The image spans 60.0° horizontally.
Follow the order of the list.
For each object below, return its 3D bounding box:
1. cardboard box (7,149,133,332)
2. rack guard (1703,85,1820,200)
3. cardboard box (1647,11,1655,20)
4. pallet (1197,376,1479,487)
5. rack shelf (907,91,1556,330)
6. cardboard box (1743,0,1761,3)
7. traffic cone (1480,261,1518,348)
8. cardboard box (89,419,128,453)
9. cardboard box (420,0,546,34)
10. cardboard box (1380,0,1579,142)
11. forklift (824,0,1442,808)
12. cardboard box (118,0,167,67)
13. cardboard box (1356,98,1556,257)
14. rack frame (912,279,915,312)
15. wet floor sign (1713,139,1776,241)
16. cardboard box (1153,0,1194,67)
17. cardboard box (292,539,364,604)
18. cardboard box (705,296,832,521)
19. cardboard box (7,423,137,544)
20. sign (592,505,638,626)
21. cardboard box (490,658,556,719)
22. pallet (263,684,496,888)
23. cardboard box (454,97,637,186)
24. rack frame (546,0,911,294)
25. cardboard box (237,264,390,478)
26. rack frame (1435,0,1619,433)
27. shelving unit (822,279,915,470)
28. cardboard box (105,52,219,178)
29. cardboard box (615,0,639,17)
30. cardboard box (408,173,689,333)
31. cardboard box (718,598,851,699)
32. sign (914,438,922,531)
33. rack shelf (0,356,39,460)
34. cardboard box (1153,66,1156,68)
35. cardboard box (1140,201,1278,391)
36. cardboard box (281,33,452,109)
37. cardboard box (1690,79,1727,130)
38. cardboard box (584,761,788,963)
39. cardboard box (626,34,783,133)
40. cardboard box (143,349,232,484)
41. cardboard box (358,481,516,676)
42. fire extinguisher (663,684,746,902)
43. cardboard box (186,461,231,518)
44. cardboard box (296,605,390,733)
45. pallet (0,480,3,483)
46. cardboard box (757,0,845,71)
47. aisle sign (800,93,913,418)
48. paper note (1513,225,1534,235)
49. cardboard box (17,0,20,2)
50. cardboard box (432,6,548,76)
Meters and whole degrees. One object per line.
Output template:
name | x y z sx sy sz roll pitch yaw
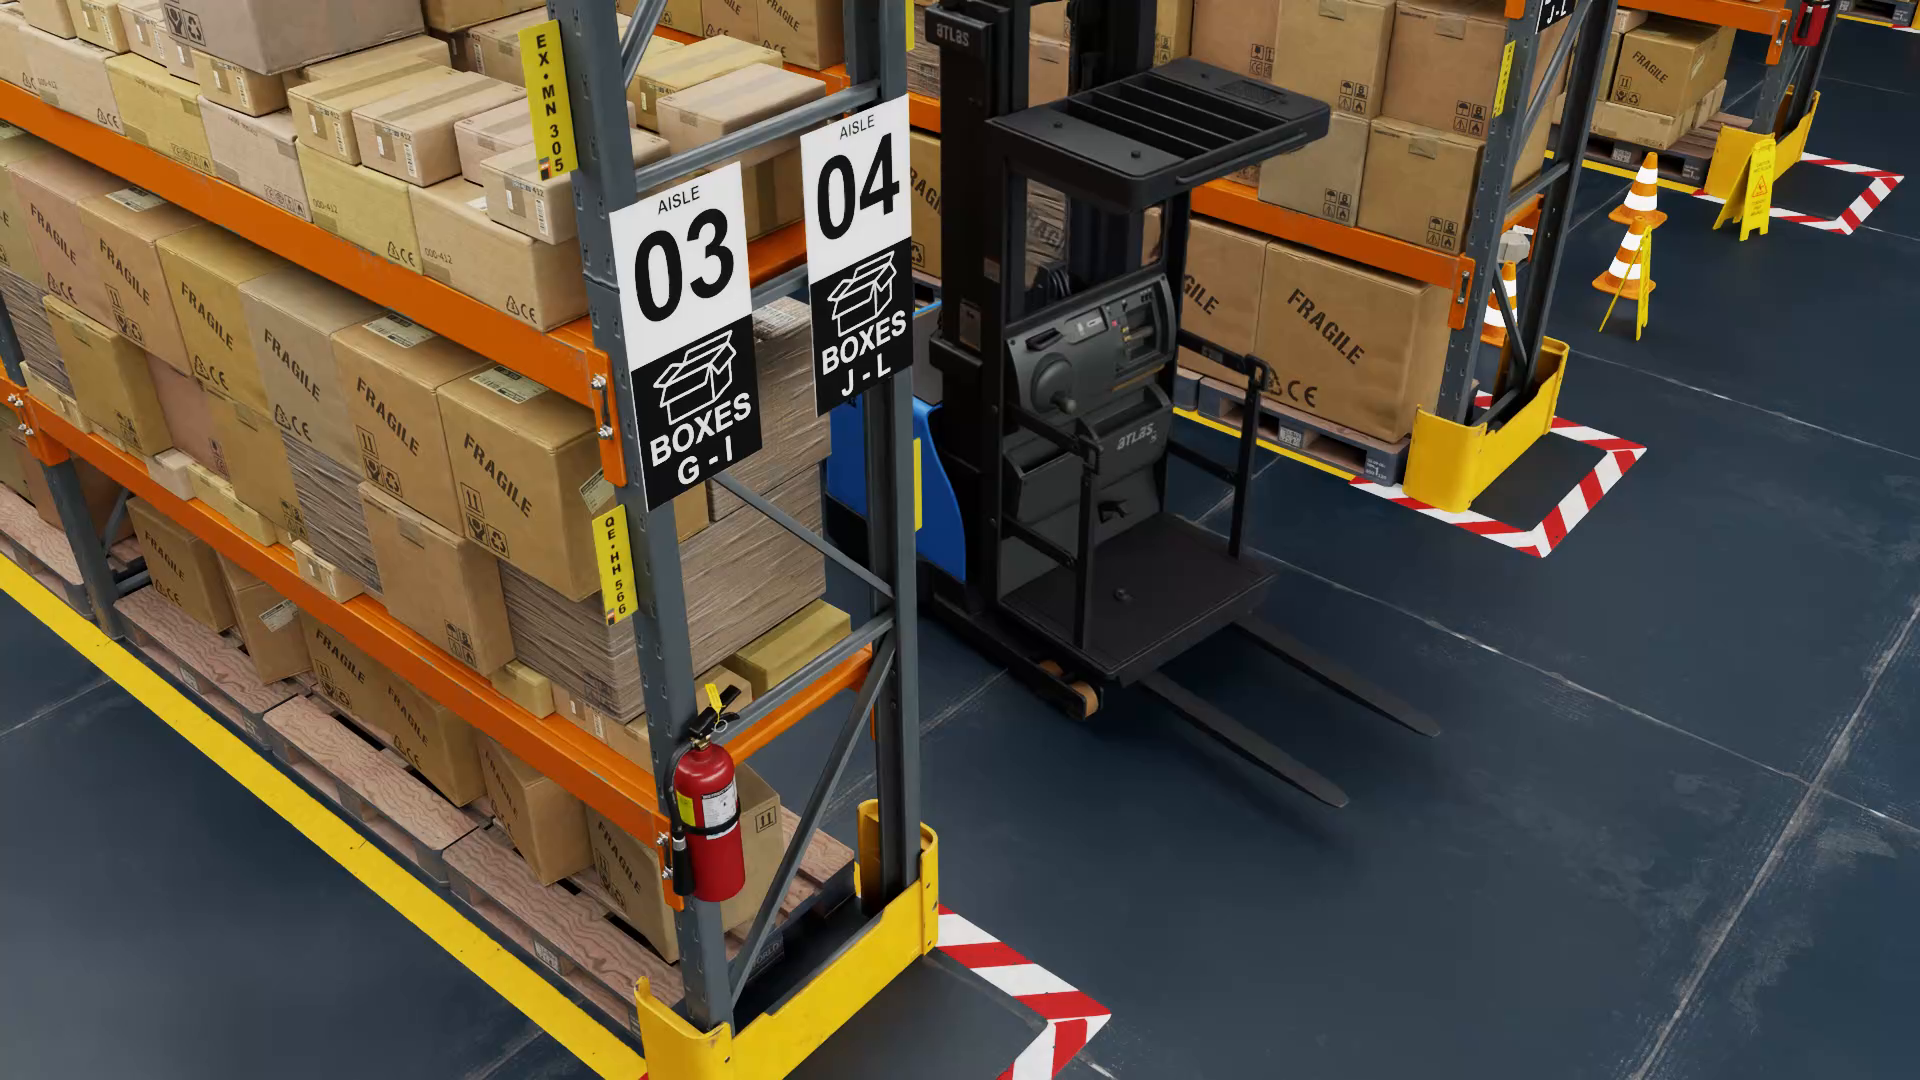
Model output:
cardboard box | -3.005 -1.131 6.013 0.500 0.500 0.500 25 42 32
rack guard | 5.783 -2.869 11.986 0.348 0.500 1.175 25 42 32
cardboard box | 4.975 -3.829 12.571 0.500 0.500 0.500 24 41 30
pallet | 2.087 -0.787 9.210 1.213 0.211 1.003 25 42 32
rack shelf | 1.215 -2.109 9.307 4.000 0.370 1.077 25 42 32
cardboard box | 5.417 -3.810 11.371 0.250 0.149 0.380 27 43 33
traffic cone | 3.252 -1.446 9.946 0.334 0.463 0.336 25 42 32
cardboard box | -3.207 -0.522 6.582 0.250 0.149 0.380 25 42 32
cardboard box | -1.468 -1.822 4.811 0.500 0.500 0.500 25 42 32
cardboard box | 2.491 -2.340 7.921 0.550 0.550 0.875 25 42 32
forklift | 0.697 -0.765 6.776 1.130 2.935 3.031 -27 43 -33
cardboard box | -2.275 -1.562 5.005 0.250 0.149 0.380 26 42 33
cardboard box | 2.438 -1.858 8.173 0.550 0.550 0.875 25 42 32
rack frame | -0.311 -0.703 8.214 0.240 1.200 0.015 -27 43 -33
wet floor sign | 5.303 -2.367 11.126 0.267 0.644 0.232 -18 38 -25
cardboard box | 1.176 -2.896 8.731 0.500 0.550 0.875 25 42 32
cardboard box | -2.071 0.032 5.775 0.250 0.149 0.380 25 42 32
cardboard box | -0.748 -0.454 5.027 0.500 0.500 0.500 25 42 32
cardboard box | -4.032 -0.392 7.990 0.500 0.500 0.700 22 40 28
sign | -0.870 0.067 4.201 0.005 0.325 0.100 25 42 32
cardboard box | -1.267 0.371 5.282 0.250 0.149 0.380 25 42 32
pallet | -2.093 0.810 6.884 1.213 0.211 1.003 25 42 32
cardboard box | -1.037 -1.009 4.200 0.250 0.149 0.380 24 41 30
rack frame | -0.499 -2.033 3.261 0.127 3.000 1.000 25 42 32
cardboard box | -1.851 -0.589 5.223 0.500 0.500 0.500 25 42 32
rack frame | 2.752 -1.681 8.049 0.127 3.000 1.000 25 42 32
shelving unit | -0.473 -0.807 8.365 0.258 1.200 0.503 -27 43 -33
cardboard box | -2.196 -1.348 5.045 0.500 0.250 0.500 24 41 31
cardboard box | -2.063 -3.793 11.035 0.500 0.500 0.500 25 42 31
cardboard box | -1.032 -0.799 4.246 0.500 0.250 0.500 26 42 33
cardboard box | -0.566 0.337 5.332 0.250 0.149 0.380 25 42 32
sign | -0.152 -0.153 5.058 0.005 0.325 0.100 25 42 32
rack shelf | -5.111 -1.437 8.328 4.000 0.370 1.077 25 42 32
cardboard box | 1.217 -2.479 9.078 0.500 0.550 0.875 25 42 32
cardboard box | 1.511 -1.513 9.310 0.875 0.875 0.875 25 41 31
cardboard box | -1.636 -1.285 4.602 0.250 0.149 0.380 26 42 32
cardboard box | 5.398 -3.324 12.498 0.500 0.250 0.500 25 42 31
cardboard box | -0.969 1.064 5.888 0.500 0.500 0.500 -25 42 -32
cardboard box | -0.700 -1.235 4.530 0.250 0.149 0.380 26 42 33
cardboard box | -2.457 -0.649 6.194 0.500 0.500 0.875 25 42 32
cardboard box | -1.366 -0.064 5.342 0.500 0.500 0.875 25 42 32
fire extinguisher | -0.706 0.714 4.629 0.183 0.674 0.296 25 42 32
cardboard box | -2.624 -0.255 6.193 0.250 0.149 0.380 25 42 32
cardboard box | -2.319 0.406 6.847 0.500 0.500 0.500 21 40 28
pallet | -5.115 -0.583 8.912 1.213 0.211 1.003 25 42 32
cardboard box | -0.894 -3.244 10.236 0.500 0.500 0.500 25 42 32
aisle sign | -0.260 -0.740 4.381 0.004 0.787 0.394 25 42 32
paper note | 3.841 -2.124 11.316 0.142 0.019 0.148 12 36 16
cardboard box | -2.861 -1.852 5.427 0.250 0.149 0.380 27 43 33
cardboard box | -1.321 -1.493 4.905 0.250 0.149 0.380 25 42 32
